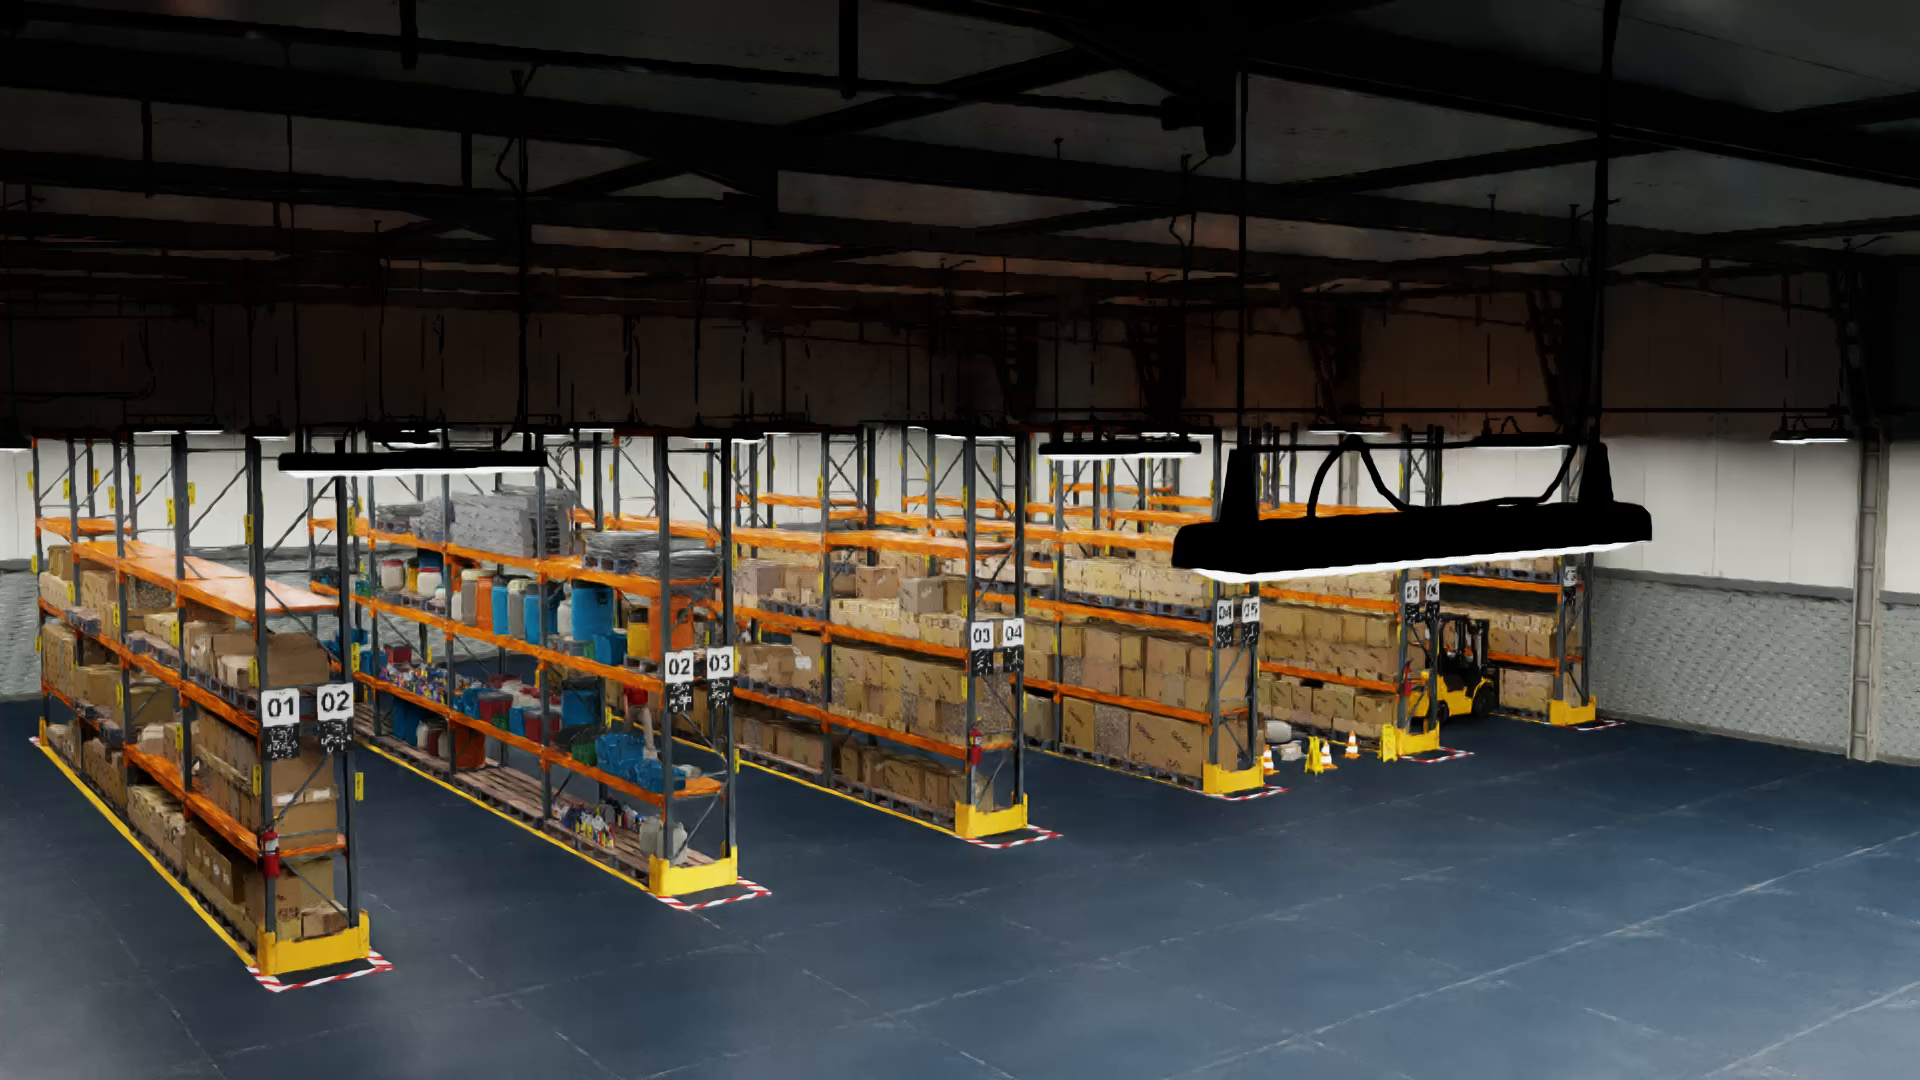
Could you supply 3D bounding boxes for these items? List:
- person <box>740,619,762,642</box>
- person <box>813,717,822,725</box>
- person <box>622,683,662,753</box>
[{"bbox_3d":[-4.618,2.584,36.825,0.543,1.700,1.119,-4,6,-39],"label":"person"},{"bbox_3d":[-2.580,2.950,31.488,0.625,1.787,0.468,3,5,33],"label":"person"},{"bbox_3d":[-5.936,3.093,30.580,0.542,1.645,1.126,-3,5,-34],"label":"person"}]
